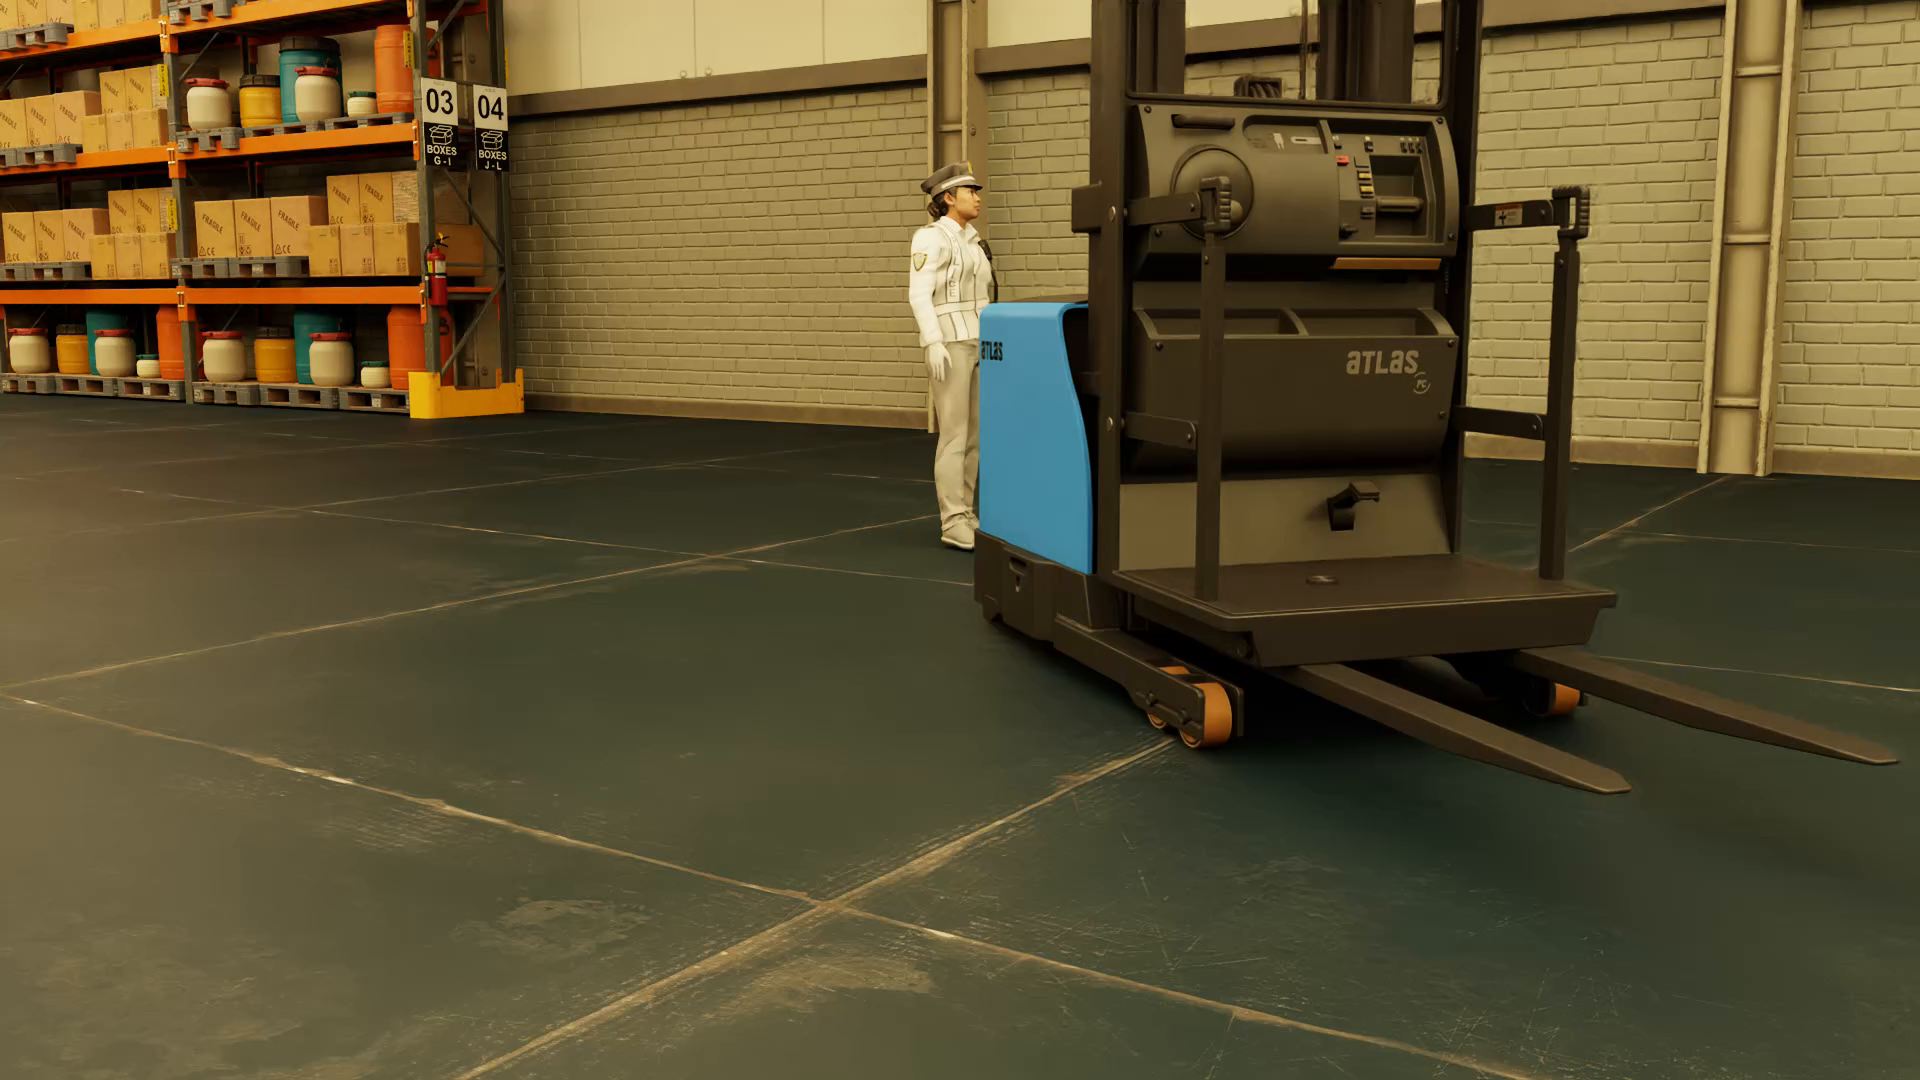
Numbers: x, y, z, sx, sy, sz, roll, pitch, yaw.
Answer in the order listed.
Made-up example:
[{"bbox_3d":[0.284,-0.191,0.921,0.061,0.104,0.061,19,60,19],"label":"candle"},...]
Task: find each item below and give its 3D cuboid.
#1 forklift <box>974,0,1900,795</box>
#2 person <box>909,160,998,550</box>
[{"bbox_3d":[0.984,-1.006,4.268,1.130,2.935,3.031,-3,8,-18],"label":"forklift"},{"bbox_3d":[0.052,-0.840,7.441,0.533,1.696,0.588,5,10,34],"label":"person"}]
